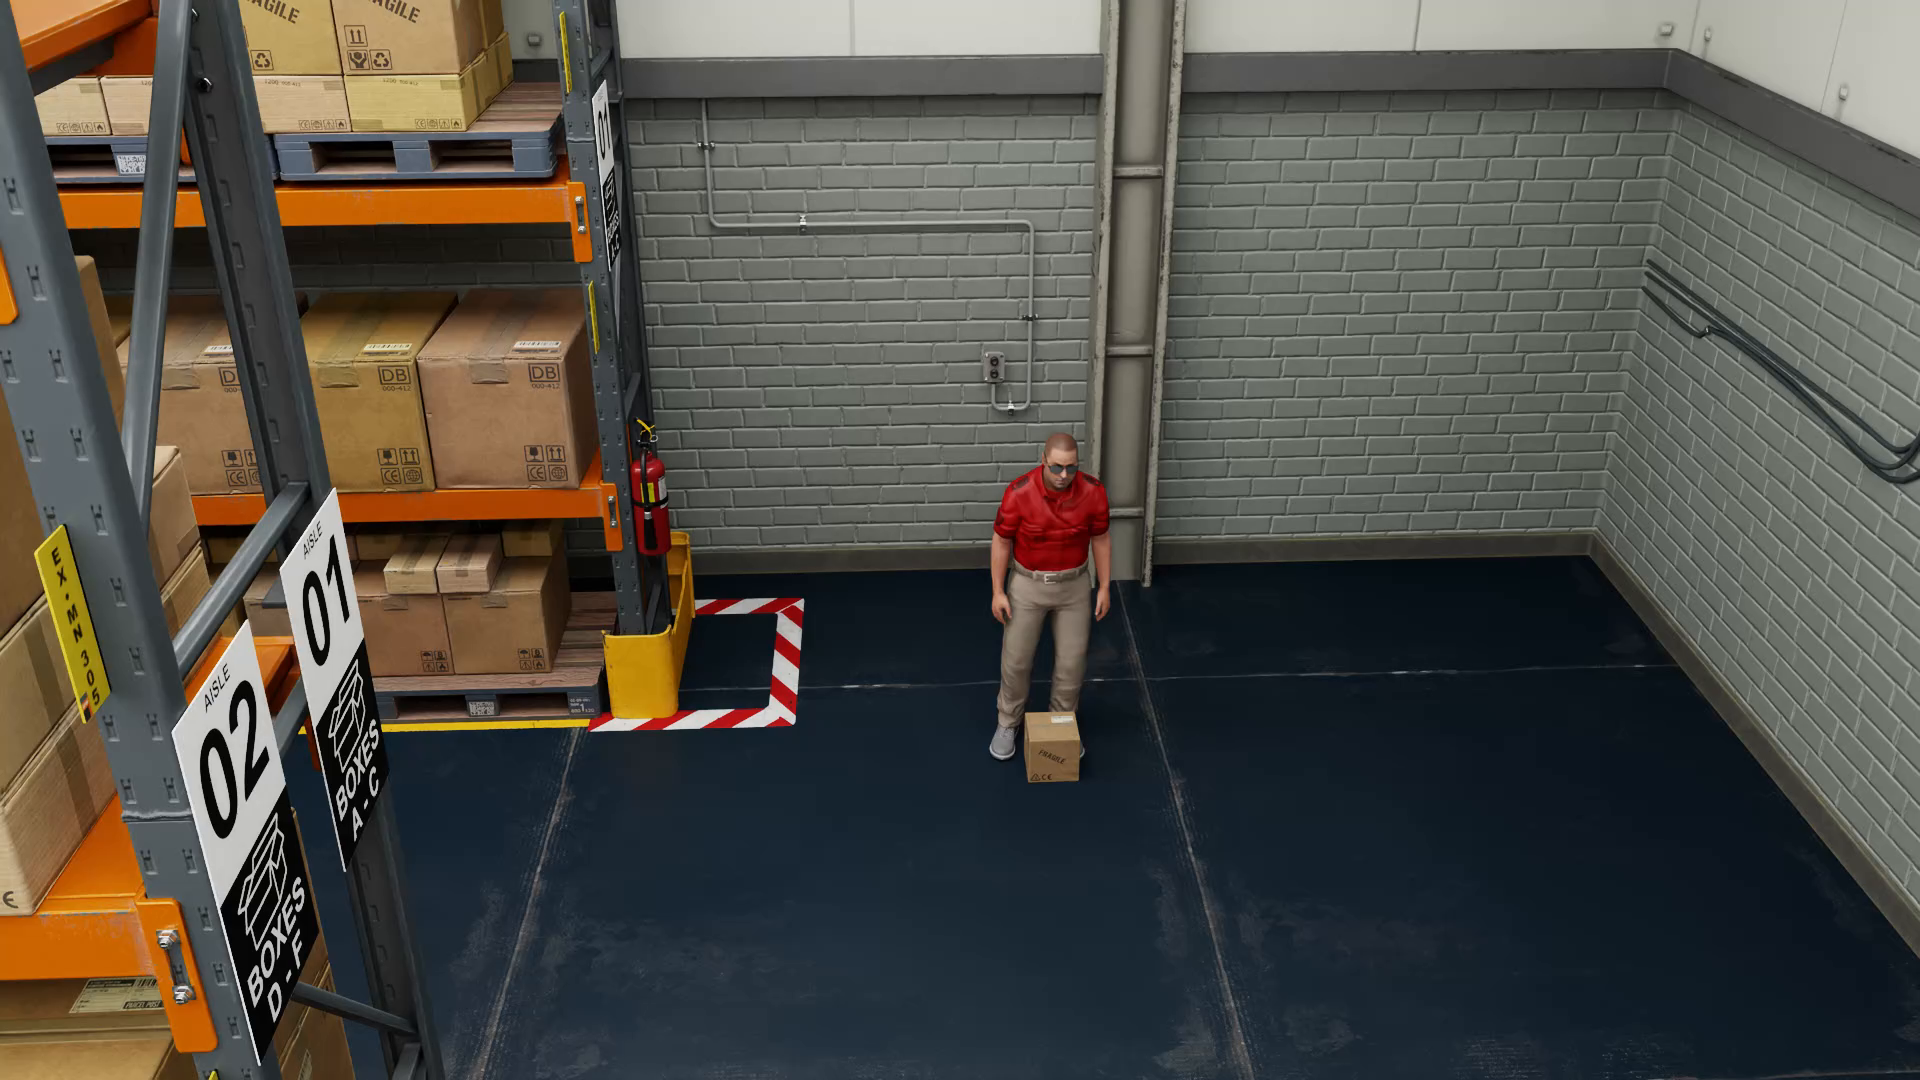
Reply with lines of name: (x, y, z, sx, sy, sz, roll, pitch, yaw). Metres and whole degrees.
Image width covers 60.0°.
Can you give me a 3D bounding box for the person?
person: (0.444, 0.263, 8.125, 0.602, 1.728, 0.427, -2, 27, -5)
